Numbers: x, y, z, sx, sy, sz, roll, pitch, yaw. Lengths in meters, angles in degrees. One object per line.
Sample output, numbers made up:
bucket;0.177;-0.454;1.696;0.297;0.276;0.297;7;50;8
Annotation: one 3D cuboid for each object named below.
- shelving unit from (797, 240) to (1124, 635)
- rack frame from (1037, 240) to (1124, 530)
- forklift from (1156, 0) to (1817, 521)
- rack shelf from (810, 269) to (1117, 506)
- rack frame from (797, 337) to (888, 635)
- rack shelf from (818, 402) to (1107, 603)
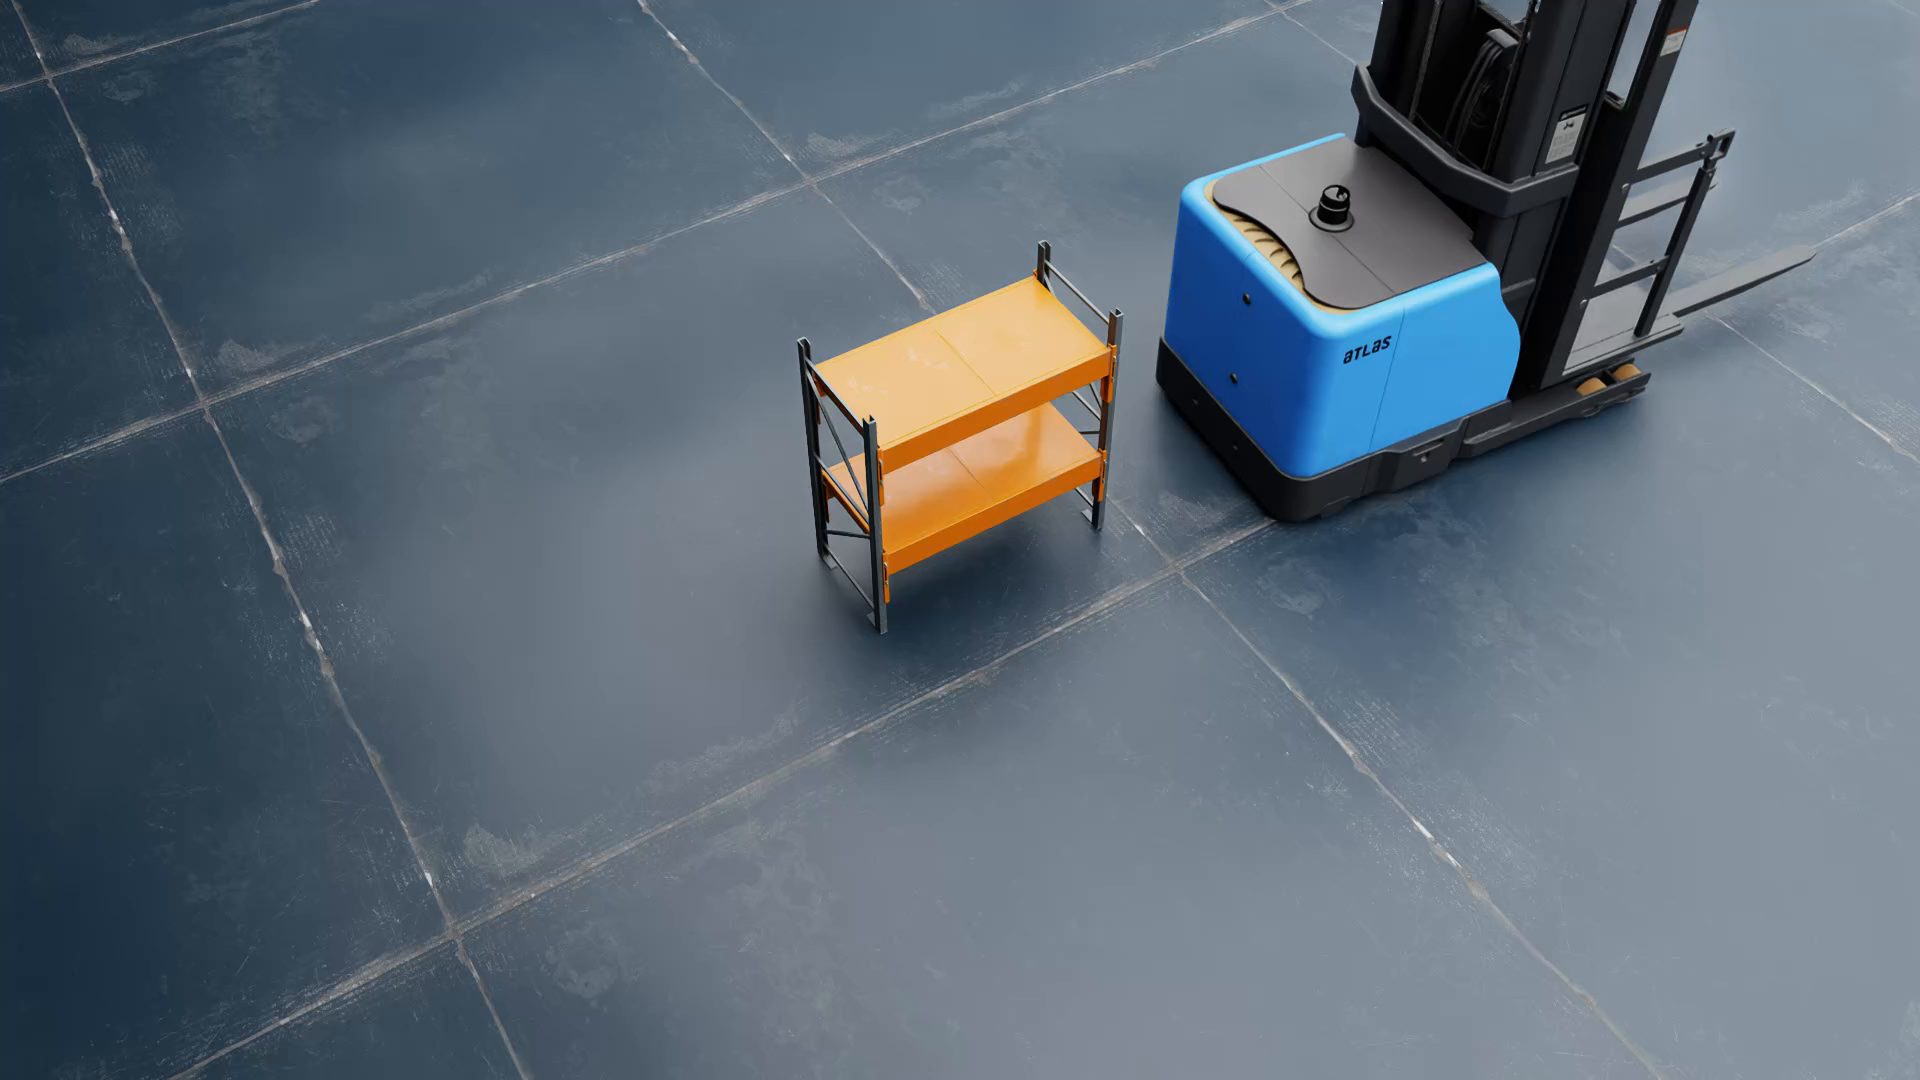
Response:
shelving unit;0.006;-0.377;6.278;1.048;1.125;0.538;-25;53;-21
rack frame;0.436;-0.579;6.458;0.032;1.125;0.500;-25;53;-21
forklift;2.400;-1.838;6.370;3.031;2.935;1.130;-21;52;-18
rack shelf;0.006;-0.571;6.059;1.000;0.278;0.538;-25;53;-21
rack frame;-0.424;-0.174;6.097;0.032;1.125;0.500;-25;53;-21
rack shelf;0.006;-0.214;6.460;1.000;0.278;0.538;-25;53;-21
